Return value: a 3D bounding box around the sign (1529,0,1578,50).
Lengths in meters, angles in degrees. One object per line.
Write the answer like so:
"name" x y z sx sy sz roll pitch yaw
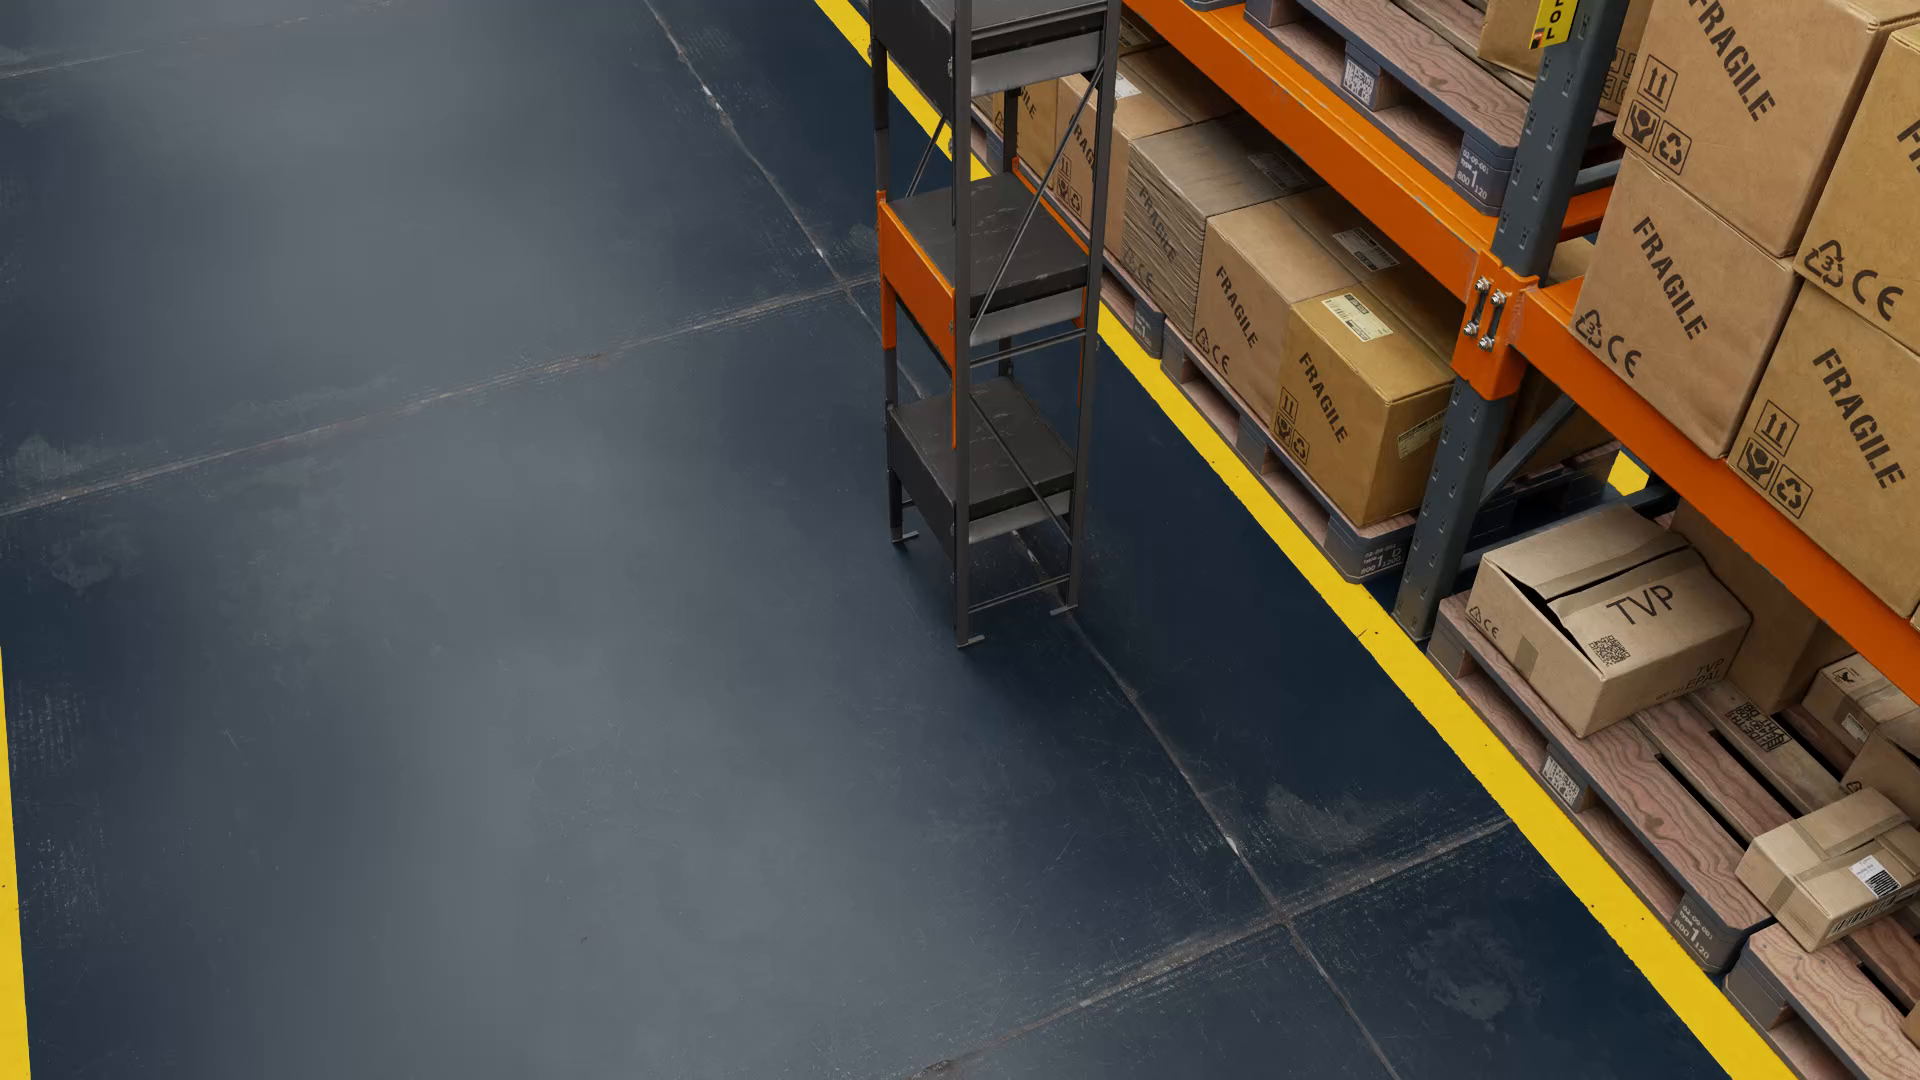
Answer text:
"sign" 1.276 -1.190 3.496 0.100 0.325 0.005 -18 47 -17

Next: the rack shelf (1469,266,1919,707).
"rack shelf" 2.619 0.586 3.032 1.077 0.370 4.000 -18 47 -17

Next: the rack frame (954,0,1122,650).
"rack frame" 0.172 -0.486 4.248 0.400 2.100 0.015 -18 47 -17

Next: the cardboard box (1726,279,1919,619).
"cardboard box" 1.963 -0.249 3.296 0.500 0.500 0.500 -17 47 -17

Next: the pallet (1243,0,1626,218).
"pallet" 1.541 -1.417 4.687 1.003 0.211 1.213 -18 47 -17

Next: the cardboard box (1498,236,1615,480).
"cardboard box" 1.796 -0.591 5.180 0.500 0.500 0.500 -20 48 -19

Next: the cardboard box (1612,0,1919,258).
"cardboard box" 1.721 -0.952 3.296 0.500 0.500 0.500 -17 47 -16

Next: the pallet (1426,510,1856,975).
"pallet" 2.066 0.486 4.607 1.003 0.211 1.213 -18 47 -17

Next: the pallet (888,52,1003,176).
"pallet" 0.376 -2.014 7.141 1.003 0.211 1.213 -18 47 -17

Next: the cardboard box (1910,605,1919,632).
"cardboard box" 2.172 0.070 2.972 0.500 0.500 0.500 -18 47 -18

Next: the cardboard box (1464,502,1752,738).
"cardboard box" 1.758 0.188 4.525 0.500 0.311 0.500 -18 47 -17

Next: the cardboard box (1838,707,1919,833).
"cardboard box" 2.590 0.614 4.094 0.500 0.311 0.500 -18 47 -17

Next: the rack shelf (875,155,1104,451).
"rack shelf" 0.070 -0.632 4.415 0.431 0.518 0.480 -18 47 -17

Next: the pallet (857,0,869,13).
"pallet" -0.215 -3.037 8.177 1.003 0.211 1.213 -18 47 -17

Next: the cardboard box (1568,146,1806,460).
"cardboard box" 1.745 -0.575 3.625 0.500 0.500 0.500 -17 47 -16

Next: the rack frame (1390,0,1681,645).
"rack frame" 1.778 -0.944 4.071 1.000 3.000 0.127 -18 47 -17

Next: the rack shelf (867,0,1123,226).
"rack shelf" 0.070 -1.130 3.924 0.431 0.518 0.480 -18 47 -17

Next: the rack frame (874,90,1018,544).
"rack frame" -0.033 -0.797 4.563 0.400 2.100 0.015 -18 47 -17

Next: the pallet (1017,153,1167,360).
"pallet" 0.885 -1.237 6.354 1.003 0.211 1.213 -18 47 -17

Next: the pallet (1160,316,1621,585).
"pallet" 1.402 -0.459 5.565 1.003 0.211 1.213 -18 47 -17

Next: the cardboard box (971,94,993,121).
"cardboard box" 0.253 -2.054 6.662 0.500 0.500 0.500 -20 48 -19

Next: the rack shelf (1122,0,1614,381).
"rack shelf" 0.937 -1.963 5.616 1.077 0.370 4.000 -18 47 -17

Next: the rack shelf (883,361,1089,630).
"rack shelf" 0.070 -0.134 4.907 0.431 0.518 0.480 -18 47 -17

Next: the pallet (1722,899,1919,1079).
"pallet" 2.583 1.265 3.818 1.003 0.211 1.213 -18 47 -17

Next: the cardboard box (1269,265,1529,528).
"cardboard box" 1.310 -0.441 5.028 0.500 0.500 0.500 -18 47 -18

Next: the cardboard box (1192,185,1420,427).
"cardboard box" 1.110 -0.758 5.349 0.500 0.500 0.500 -18 47 -17

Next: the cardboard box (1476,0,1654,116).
"cardboard box" 1.782 -1.497 4.262 0.700 0.500 0.500 -34 54 -30

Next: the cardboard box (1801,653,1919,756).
"cardboard box" 2.487 0.415 4.411 0.380 0.149 0.250 -18 47 -17

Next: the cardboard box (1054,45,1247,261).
"cardboard box" 0.684 -1.401 6.001 0.500 0.500 0.500 -20 48 -19

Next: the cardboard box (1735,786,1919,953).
"cardboard box" 2.131 0.787 4.020 0.380 0.166 0.250 -18 47 -17

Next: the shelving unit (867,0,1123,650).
"shelving unit" 0.070 -0.642 4.406 0.431 2.100 0.503 -18 47 -17

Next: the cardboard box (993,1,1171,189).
"cardboard box" 0.460 -1.733 6.337 0.500 0.500 0.500 -19 48 -18

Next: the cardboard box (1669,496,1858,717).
"cardboard box" 2.275 0.068 4.512 0.500 0.500 0.500 -18 47 -17

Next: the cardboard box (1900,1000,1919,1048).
"cardboard box" 2.573 0.984 3.582 0.797 0.503 0.637 -18 47 -17

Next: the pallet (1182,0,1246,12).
"pallet" 0.918 -2.187 5.467 1.003 0.211 1.213 -18 47 -17

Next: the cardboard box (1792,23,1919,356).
"cardboard box" 1.938 -0.624 2.963 0.500 0.500 0.500 -19 48 -19

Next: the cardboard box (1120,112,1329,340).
"cardboard box" 0.900 -1.078 5.673 0.500 0.500 0.500 -17 47 -17
